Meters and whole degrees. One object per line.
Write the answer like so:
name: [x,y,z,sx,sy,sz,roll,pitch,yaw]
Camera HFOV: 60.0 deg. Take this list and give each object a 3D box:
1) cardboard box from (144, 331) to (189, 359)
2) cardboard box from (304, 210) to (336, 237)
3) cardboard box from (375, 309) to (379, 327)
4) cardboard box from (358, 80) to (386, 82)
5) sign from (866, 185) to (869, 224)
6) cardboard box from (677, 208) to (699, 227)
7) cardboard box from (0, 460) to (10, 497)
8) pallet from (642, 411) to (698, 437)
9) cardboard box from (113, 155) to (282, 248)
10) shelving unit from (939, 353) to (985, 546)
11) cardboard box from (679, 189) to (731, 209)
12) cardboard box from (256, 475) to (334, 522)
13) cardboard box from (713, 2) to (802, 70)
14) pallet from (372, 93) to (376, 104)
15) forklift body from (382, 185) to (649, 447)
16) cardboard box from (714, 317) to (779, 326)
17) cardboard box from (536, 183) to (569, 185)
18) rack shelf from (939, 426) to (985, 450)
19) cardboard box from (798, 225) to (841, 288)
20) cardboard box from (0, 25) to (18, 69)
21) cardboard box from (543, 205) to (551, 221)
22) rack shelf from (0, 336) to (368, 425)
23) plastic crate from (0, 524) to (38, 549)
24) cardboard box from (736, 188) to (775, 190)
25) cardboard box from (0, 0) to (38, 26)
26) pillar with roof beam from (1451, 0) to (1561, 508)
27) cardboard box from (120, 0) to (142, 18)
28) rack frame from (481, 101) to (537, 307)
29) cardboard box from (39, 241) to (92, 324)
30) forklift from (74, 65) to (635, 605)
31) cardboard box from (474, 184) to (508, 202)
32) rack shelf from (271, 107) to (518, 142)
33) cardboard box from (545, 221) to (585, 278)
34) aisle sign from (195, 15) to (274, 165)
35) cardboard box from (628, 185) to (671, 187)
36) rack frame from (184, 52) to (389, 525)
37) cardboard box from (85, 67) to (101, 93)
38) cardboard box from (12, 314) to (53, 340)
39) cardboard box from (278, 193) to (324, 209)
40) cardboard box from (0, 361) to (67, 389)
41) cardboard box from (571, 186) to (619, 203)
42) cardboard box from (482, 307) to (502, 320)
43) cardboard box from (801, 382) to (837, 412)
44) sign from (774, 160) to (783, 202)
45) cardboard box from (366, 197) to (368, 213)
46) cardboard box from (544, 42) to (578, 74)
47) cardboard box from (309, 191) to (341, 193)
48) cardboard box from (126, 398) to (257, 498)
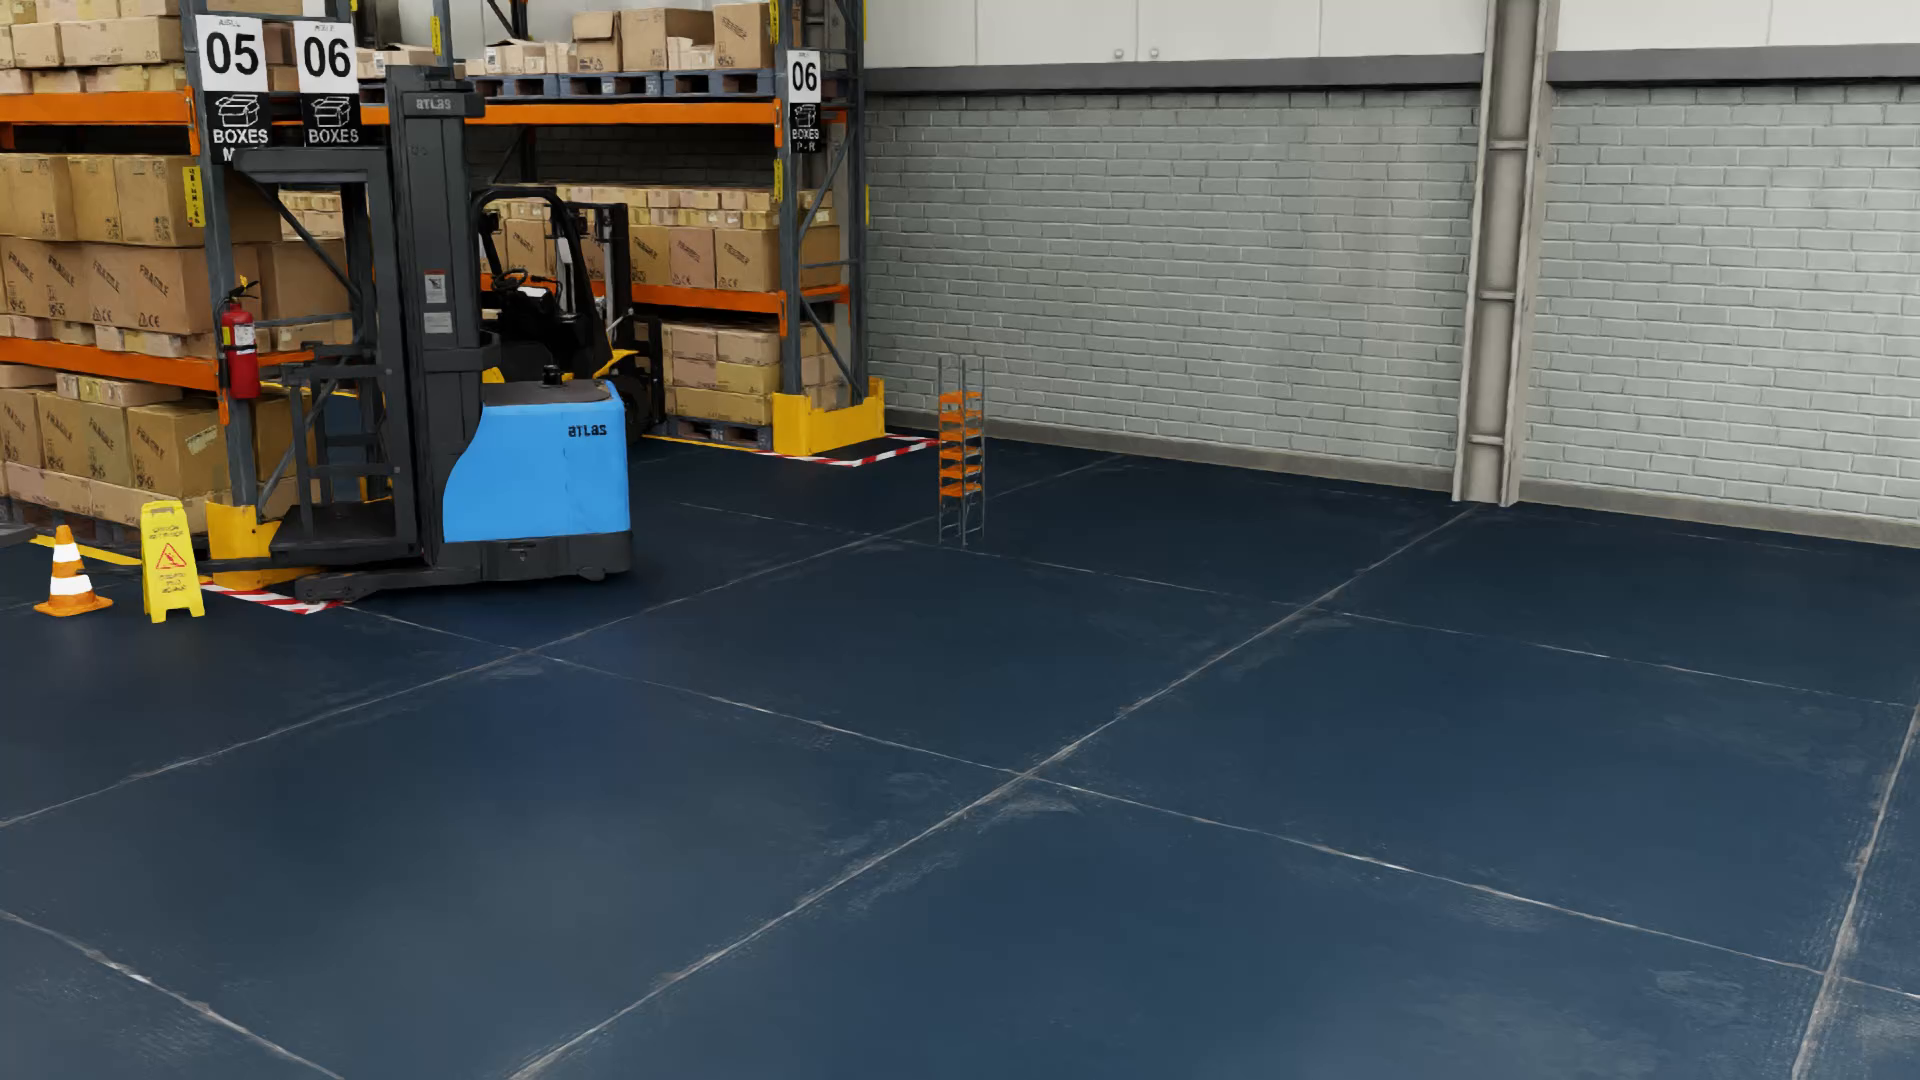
cardboard box: [-4.589,-1.180,9.872,0.250,0.149,0.380,9,16,32]
cardboard box: [-6.250,-3.203,16.792,0.500,0.250,0.500,9,17,34]
cardboard box: [-5.518,-2.034,16.866,0.625,0.625,0.875,9,17,32]
cardboard box: [-5.949,-4.671,16.611,0.250,0.166,0.380,9,17,33]
sign: [-0.805,-2.842,14.094,0.005,0.325,0.100,9,17,33]
cardboard box: [-2.173,-2.738,14.084,0.250,0.149,0.380,9,17,32]
cardboard box: [-6.418,-0.486,11.393,0.500,0.250,0.500,10,17,36]
pallet: [-2.786,-1.178,15.141,1.213,0.211,1.003,9,17,33]
cardboard box: [-4.433,-1.986,9.697,0.500,0.500,0.700,9,16,31]
shelving unit: [0.012,-0.580,10.671,0.189,1.200,0.258,9,17,33]
cardboard box: [-2.154,-2.892,14.086,0.250,0.149,0.380,9,17,33]
cardboard box: [-4.402,-0.315,10.703,0.500,0.250,0.500,9,17,32]
cardboard box: [-1.623,-4.041,13.372,0.500,0.500,0.500,10,17,35]
pallet: [-6.216,-4.488,16.861,1.213,0.211,1.003,10,17,35]
forklift body: [-3.712,-1.752,13.424,1.214,2.155,2.313,9,17,33]
cardboard box: [-1.830,-1.796,14.604,0.500,0.250,0.500,9,17,33]
cardboard box: [-3.821,-3.293,15.706,0.250,0.149,0.380,9,16,31]
rack shelf: [0.012,-0.654,10.653,0.180,0.103,0.258,9,17,33]
cardboard box: [-1.376,-2.444,14.244,0.500,0.500,0.500,10,17,35]
cardboard box: [-5.733,-3.029,10.268,0.500,0.250,0.500,9,17,33]
cardboard box: [-3.494,-2.931,14.862,0.250,0.149,0.380,9,17,32]
rack shelf: [-5.547,-1.202,10.934,4.000,0.370,1.077,9,17,33]
plastic crate: [-6.361,-0.028,10.771,0.583,0.080,0.402,3,14,14]
cardboard box: [-1.705,-2.943,14.293,0.250,0.149,0.380,10,17,34]
cardboard box: [-5.624,-3.190,10.087,0.250,0.149,0.380,10,17,34]
pillar with roof beam: [1.381,-3.795,7.428,0.400,9.000,9.100,9,17,33]
cardboard box: [-4.525,-3.033,9.454,0.250,0.149,0.380,10,17,34]
rack frame: [-4.439,-2.810,15.931,0.127,3.000,1.000,9,17,33]
cardboard box: [-5.318,-1.630,10.337,0.500,0.500,0.500,9,17,33]
forklift: [-3.506,-1.196,9.556,3.031,2.935,1.130,-4,14,-15]
cardboard box: [-4.340,-3.216,15.393,0.250,0.149,0.380,10,17,34]
rack shelf: [-6.099,-4.185,16.740,4.000,0.370,1.077,9,17,33]
cardboard box: [-3.355,-2.612,14.926,0.500,0.500,0.500,9,17,32]
aisle sign: [-3.998,-2.479,9.184,0.004,0.787,0.394,9,17,33]
cardboard box: [-2.768,-3.117,14.993,0.250,0.149,0.380,10,17,34]
rack frame: [-3.887,-1.283,9.764,0.127,3.000,1.000,9,17,33]
cardboard box: [-4.939,-2.726,9.872,0.250,0.149,0.380,9,17,33]
cardboard box: [-5.843,-1.390,10.717,0.250,0.149,0.380,9,17,33]
cardboard box: [-6.759,-3.483,17.092,0.250,0.149,0.380,9,17,33]
cardboard box: [-6.145,-1.102,10.969,0.250,0.149,0.380,10,17,36]
cardboard box: [-3.227,-3.059,14.759,0.250,0.149,0.380,9,17,33]
cardboard box: [-4.213,-2.037,15.576,0.500,0.250,0.500,9,16,32]
cardboard box: [-1.419,-1.247,14.467,0.500,0.250,0.500,9,17,33]
sign: [-1.435,-2.844,13.167,0.005,0.325,0.100,9,17,33]
cardboard box: [-5.719,-3.305,16.375,0.250,0.149,0.380,9,16,31]
cardboard box: [-3.377,-4.193,14.475,0.258,0.266,0.396,9,16,31]
cardboard box: [-6.673,-3.627,17.677,0.250,0.149,0.380,9,16,32]
cardboard box: [-4.698,-0.572,10.178,0.500,0.500,0.500,9,17,33]
